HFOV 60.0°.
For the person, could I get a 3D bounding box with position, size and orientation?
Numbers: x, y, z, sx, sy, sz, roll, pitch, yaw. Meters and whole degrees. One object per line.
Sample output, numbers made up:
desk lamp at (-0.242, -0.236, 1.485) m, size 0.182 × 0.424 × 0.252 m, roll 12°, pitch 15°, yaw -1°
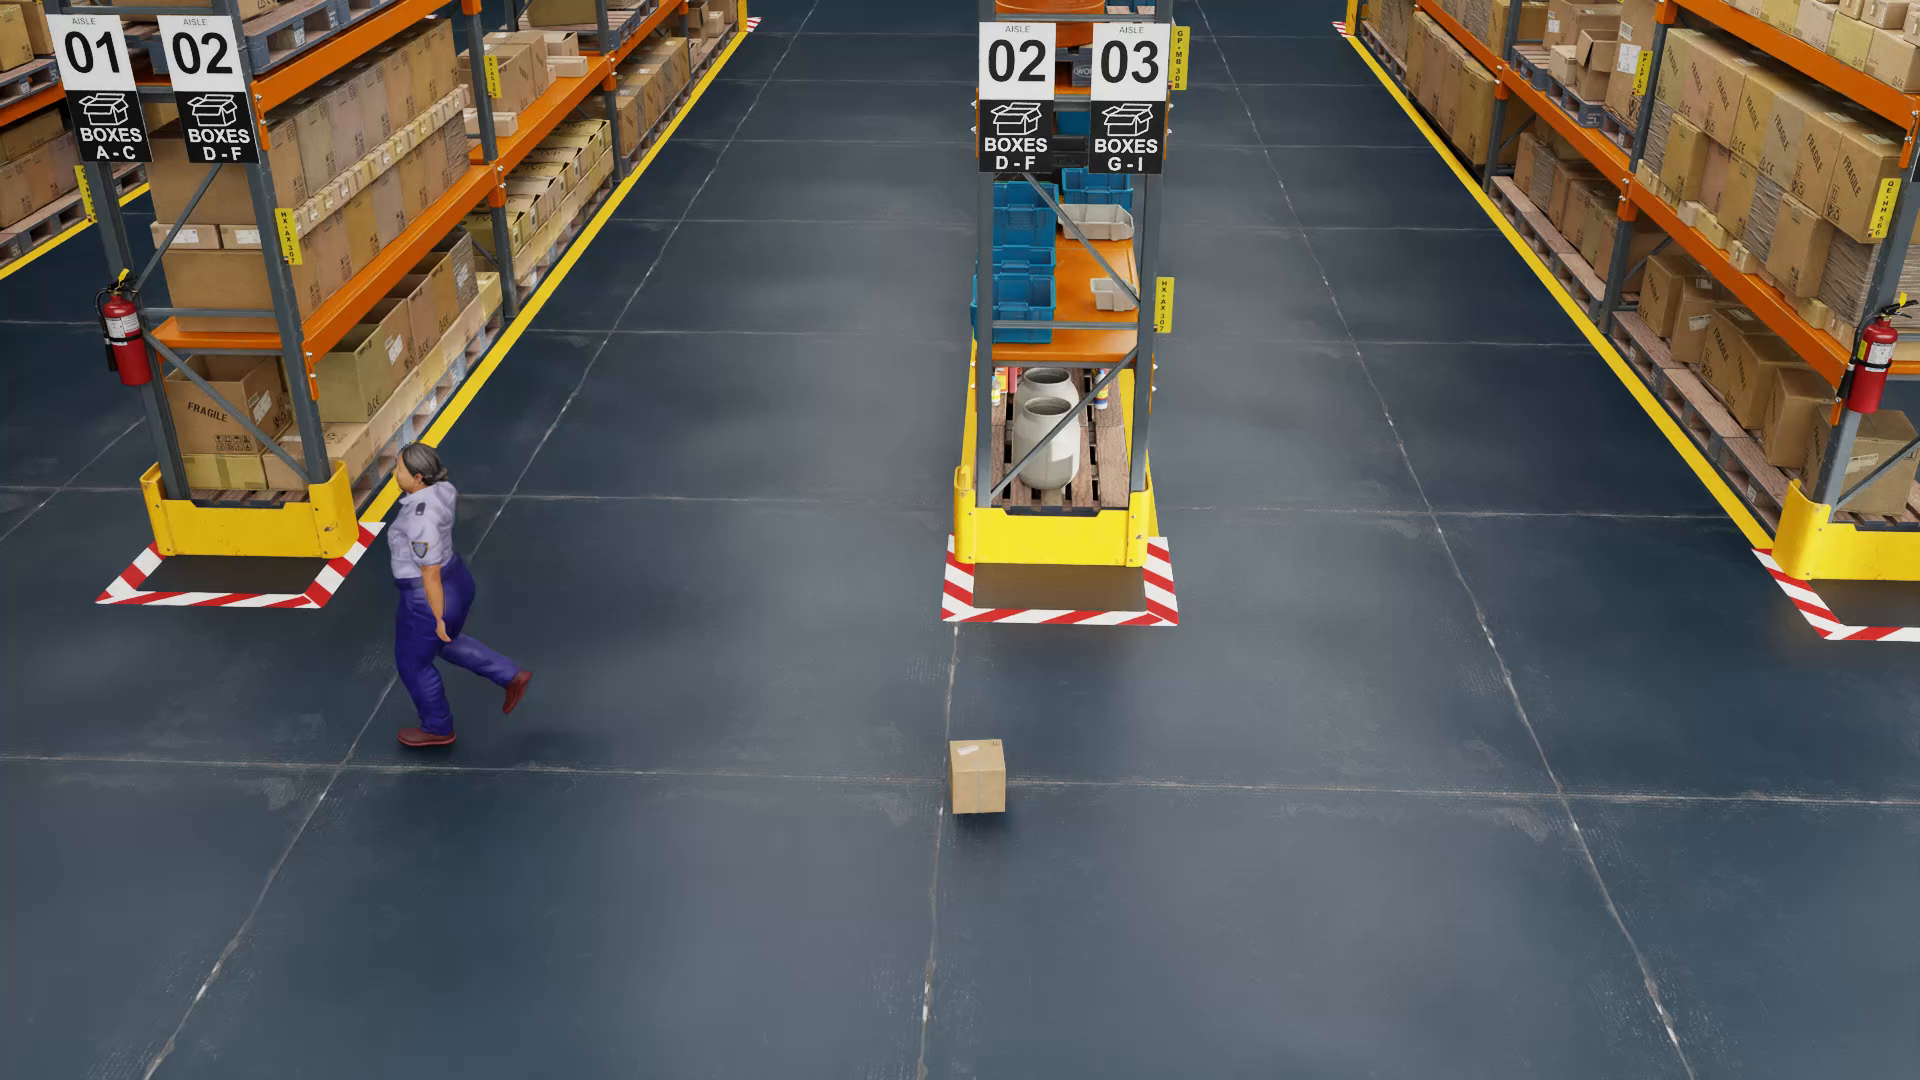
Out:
person at (-2.508, 0.269, 8.100) m, size 0.669 × 1.623 × 0.466 m, roll 2°, pitch 28°, yaw 4°
